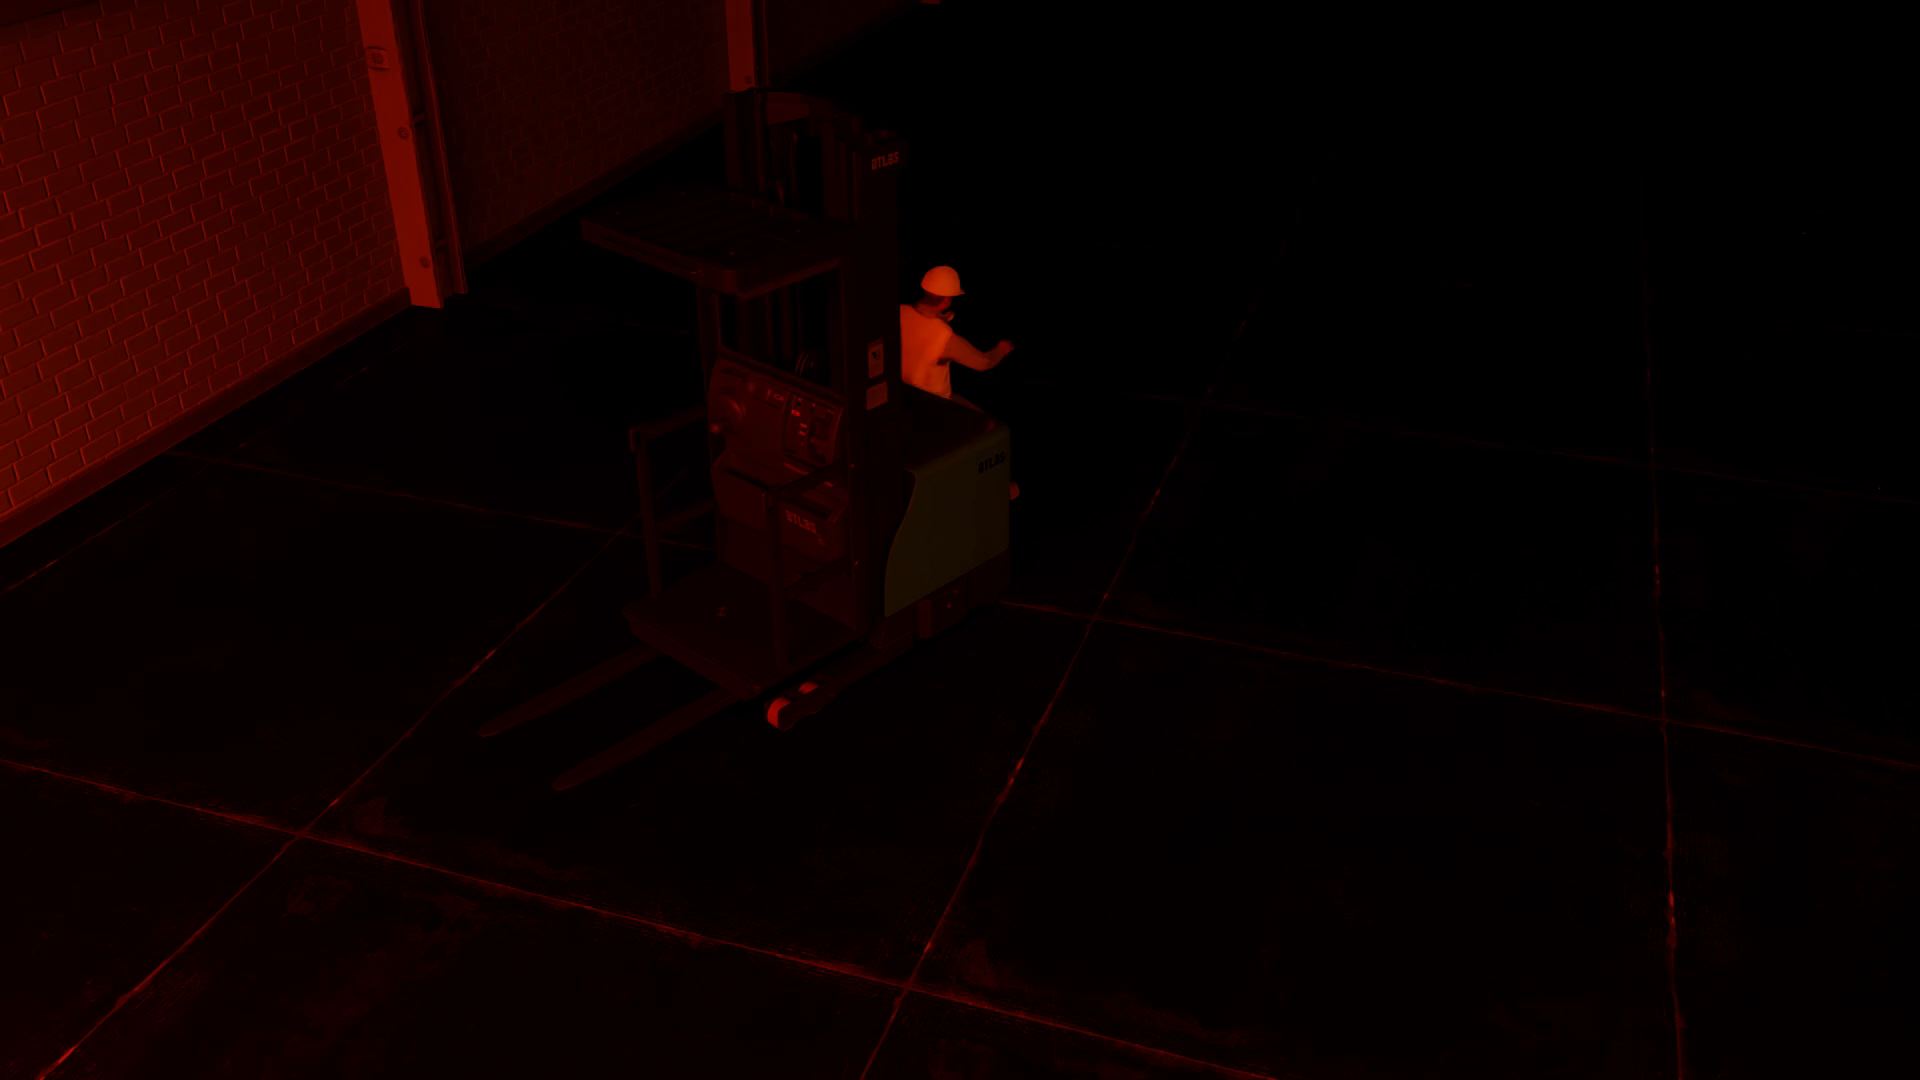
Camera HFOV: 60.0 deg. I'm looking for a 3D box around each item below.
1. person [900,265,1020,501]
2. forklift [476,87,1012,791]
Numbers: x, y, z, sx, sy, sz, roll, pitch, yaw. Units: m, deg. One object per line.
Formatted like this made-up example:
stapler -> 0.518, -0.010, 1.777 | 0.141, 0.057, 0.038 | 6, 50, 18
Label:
person -> -0.071, -0.999, 10.270 | 0.875, 1.570, 0.781 | 21, 36, 32
forklift -> -1.070, -0.596, 8.183 | 1.130, 2.935, 3.031 | 24, 38, 36
